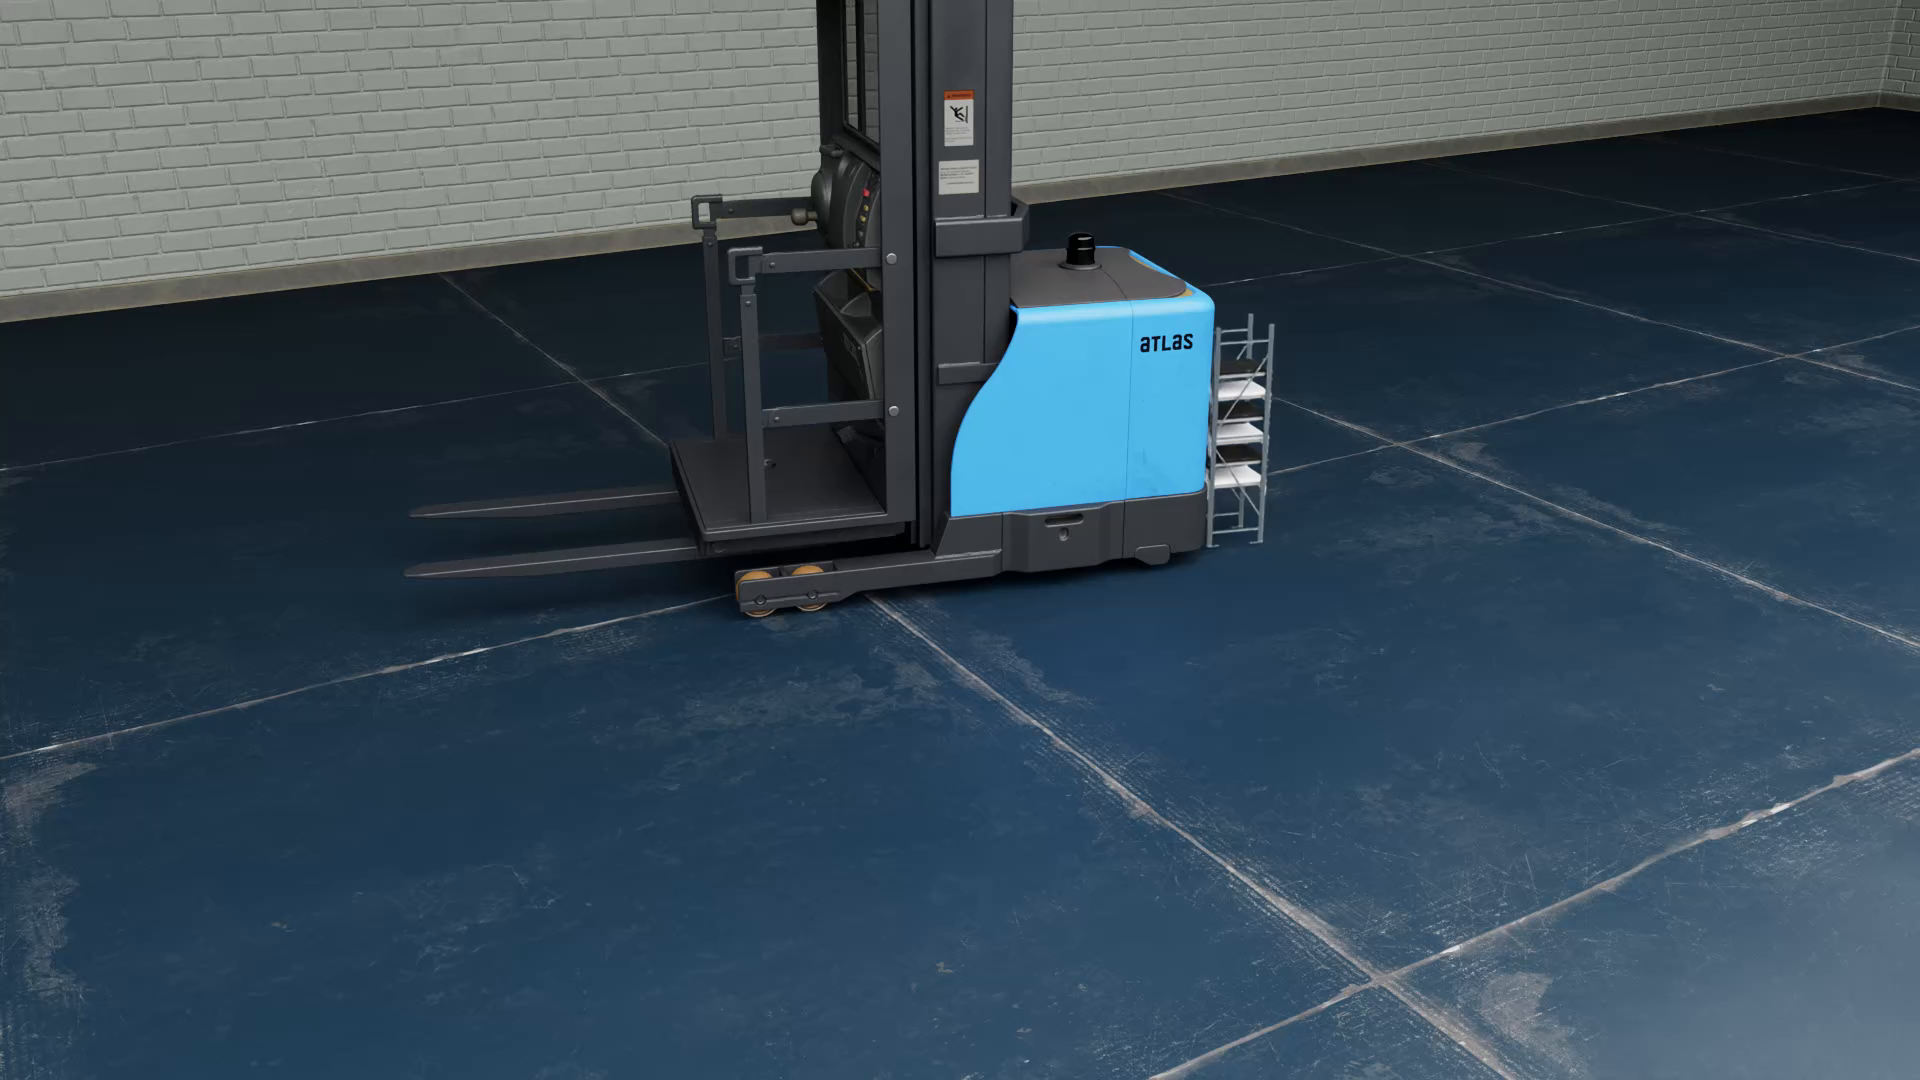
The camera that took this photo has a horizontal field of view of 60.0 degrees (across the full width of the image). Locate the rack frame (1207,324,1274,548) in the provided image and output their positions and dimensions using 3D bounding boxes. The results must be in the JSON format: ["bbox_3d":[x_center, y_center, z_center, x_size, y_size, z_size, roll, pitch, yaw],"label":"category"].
[{"bbox_3d":[1.108,-0.404,6.584,0.240,0.900,0.006,-5,20,-13],"label":"rack frame"}]

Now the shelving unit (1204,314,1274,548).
[{"bbox_3d":[1.084,-0.436,6.677,0.258,0.900,0.210,-5,20,-13],"label":"shelving unit"}]

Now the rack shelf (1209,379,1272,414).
[{"bbox_3d":[1.082,-0.575,6.628,0.258,0.077,0.200,-5,20,-13],"label":"rack shelf"}]

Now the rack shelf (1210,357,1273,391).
[{"bbox_3d":[1.082,-0.660,6.598,0.258,0.077,0.200,-5,20,-13],"label":"rack shelf"}]

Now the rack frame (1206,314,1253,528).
[{"bbox_3d":[1.060,-0.469,6.770,0.240,0.900,0.006,-5,20,-13],"label":"rack frame"}]

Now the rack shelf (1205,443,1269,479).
[{"bbox_3d":[1.085,-0.320,6.718,0.258,0.077,0.200,-5,20,-13],"label":"rack shelf"}]

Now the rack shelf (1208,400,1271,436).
[{"bbox_3d":[1.083,-0.490,6.658,0.258,0.077,0.200,-5,20,-13],"label":"rack shelf"}]

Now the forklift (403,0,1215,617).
[{"bbox_3d":[-0.605,-1.295,6.105,3.031,2.935,1.130,-6,23,-14],"label":"forklift"}]

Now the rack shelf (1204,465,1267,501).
[{"bbox_3d":[1.086,-0.235,6.748,0.258,0.077,0.200,-5,20,-13],"label":"rack shelf"}]

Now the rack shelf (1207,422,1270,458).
[{"bbox_3d":[1.084,-0.405,6.688,0.258,0.077,0.200,-5,20,-13],"label":"rack shelf"}]
